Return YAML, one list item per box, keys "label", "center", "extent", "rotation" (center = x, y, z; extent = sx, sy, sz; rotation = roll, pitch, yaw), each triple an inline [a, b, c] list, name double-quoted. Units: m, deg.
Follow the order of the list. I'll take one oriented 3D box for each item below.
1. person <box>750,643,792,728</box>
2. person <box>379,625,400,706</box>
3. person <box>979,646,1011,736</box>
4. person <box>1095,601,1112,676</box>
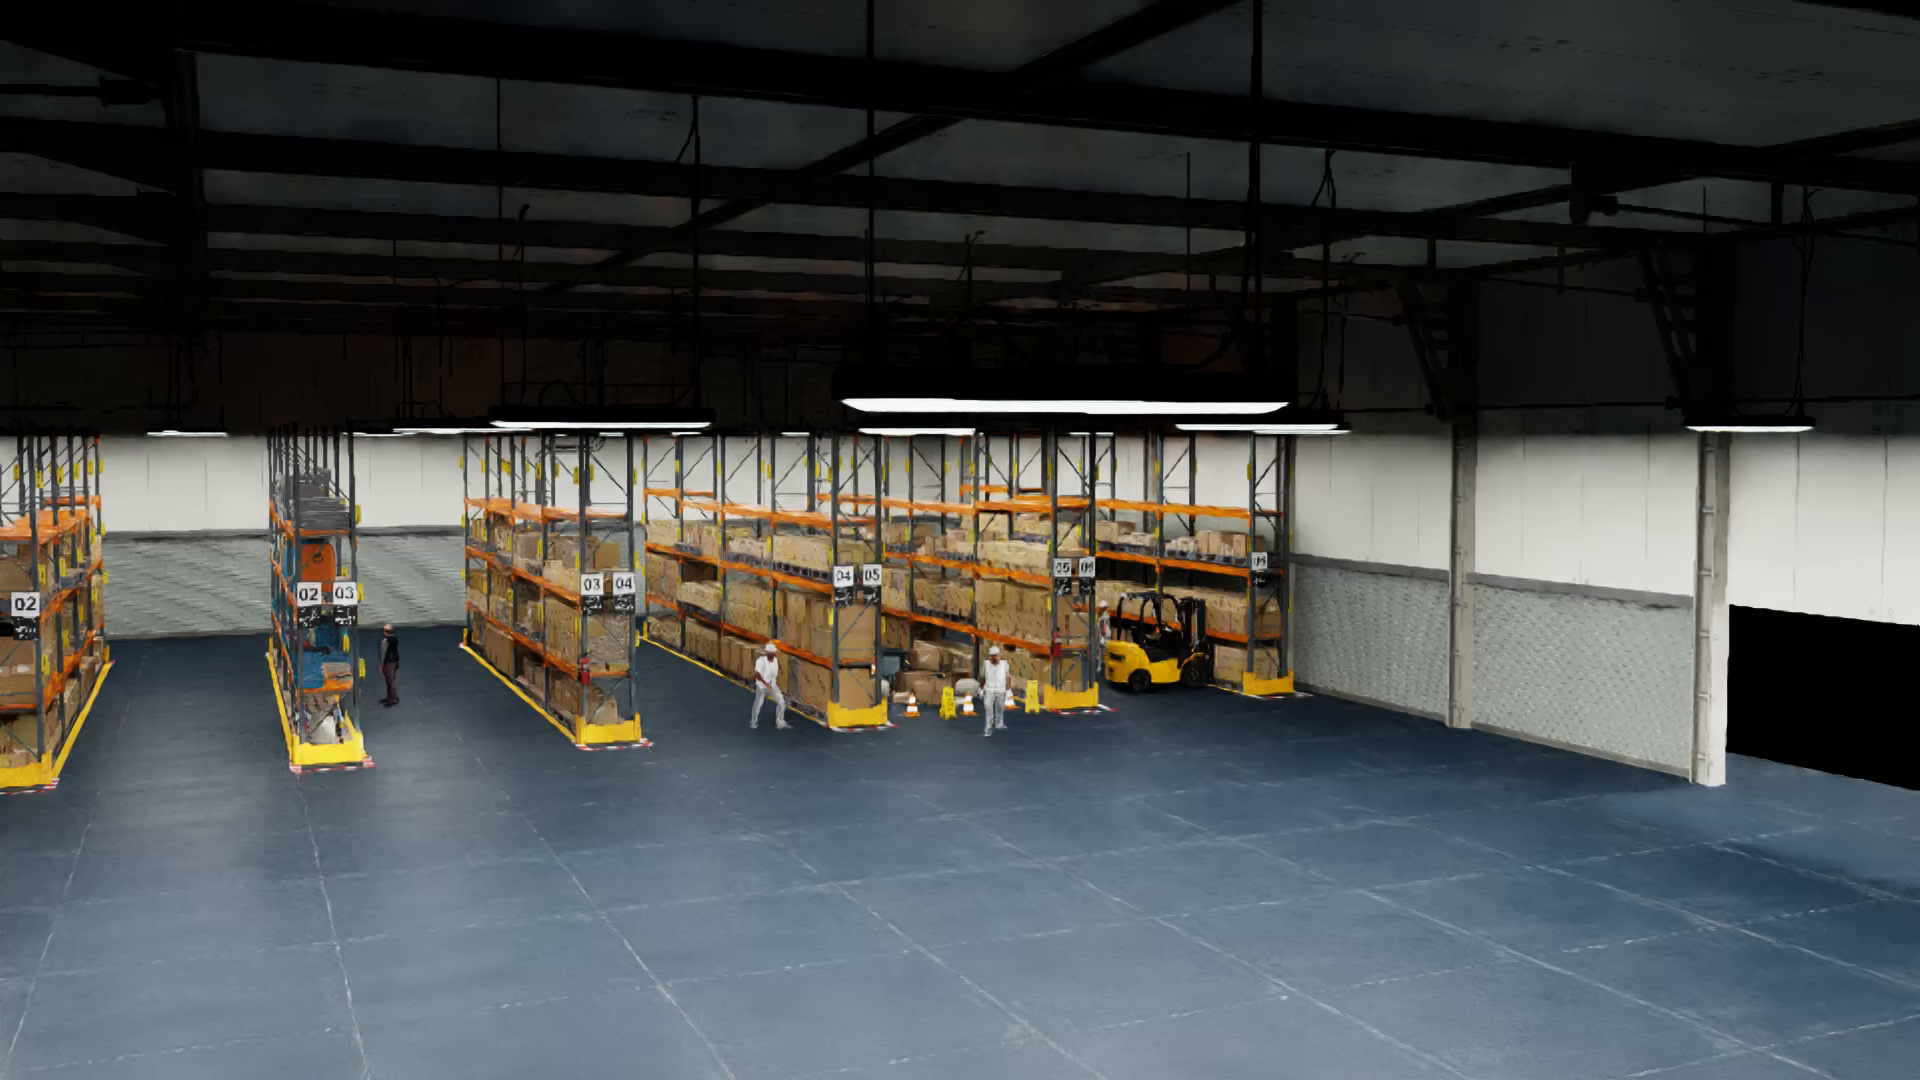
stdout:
- label: "person"
  center: [-3.794, 2.831, 32.723]
  extent: [0.755, 1.642, 0.706]
  rotation: [3, 5, 44]
- label: "person"
  center: [-12.271, 2.668, 35.664]
  extent: [0.576, 1.718, 0.626]
  rotation: [1, 4, 9]
- label: "person"
  center: [0.679, 2.893, 32.143]
  extent: [0.607, 1.715, 0.965]
  rotation: [0, 3, -3]
- label: "person"
  center: [3.435, 2.363, 40.169]
  extent: [0.570, 1.786, 0.653]
  rotation: [0, 3, 4]
